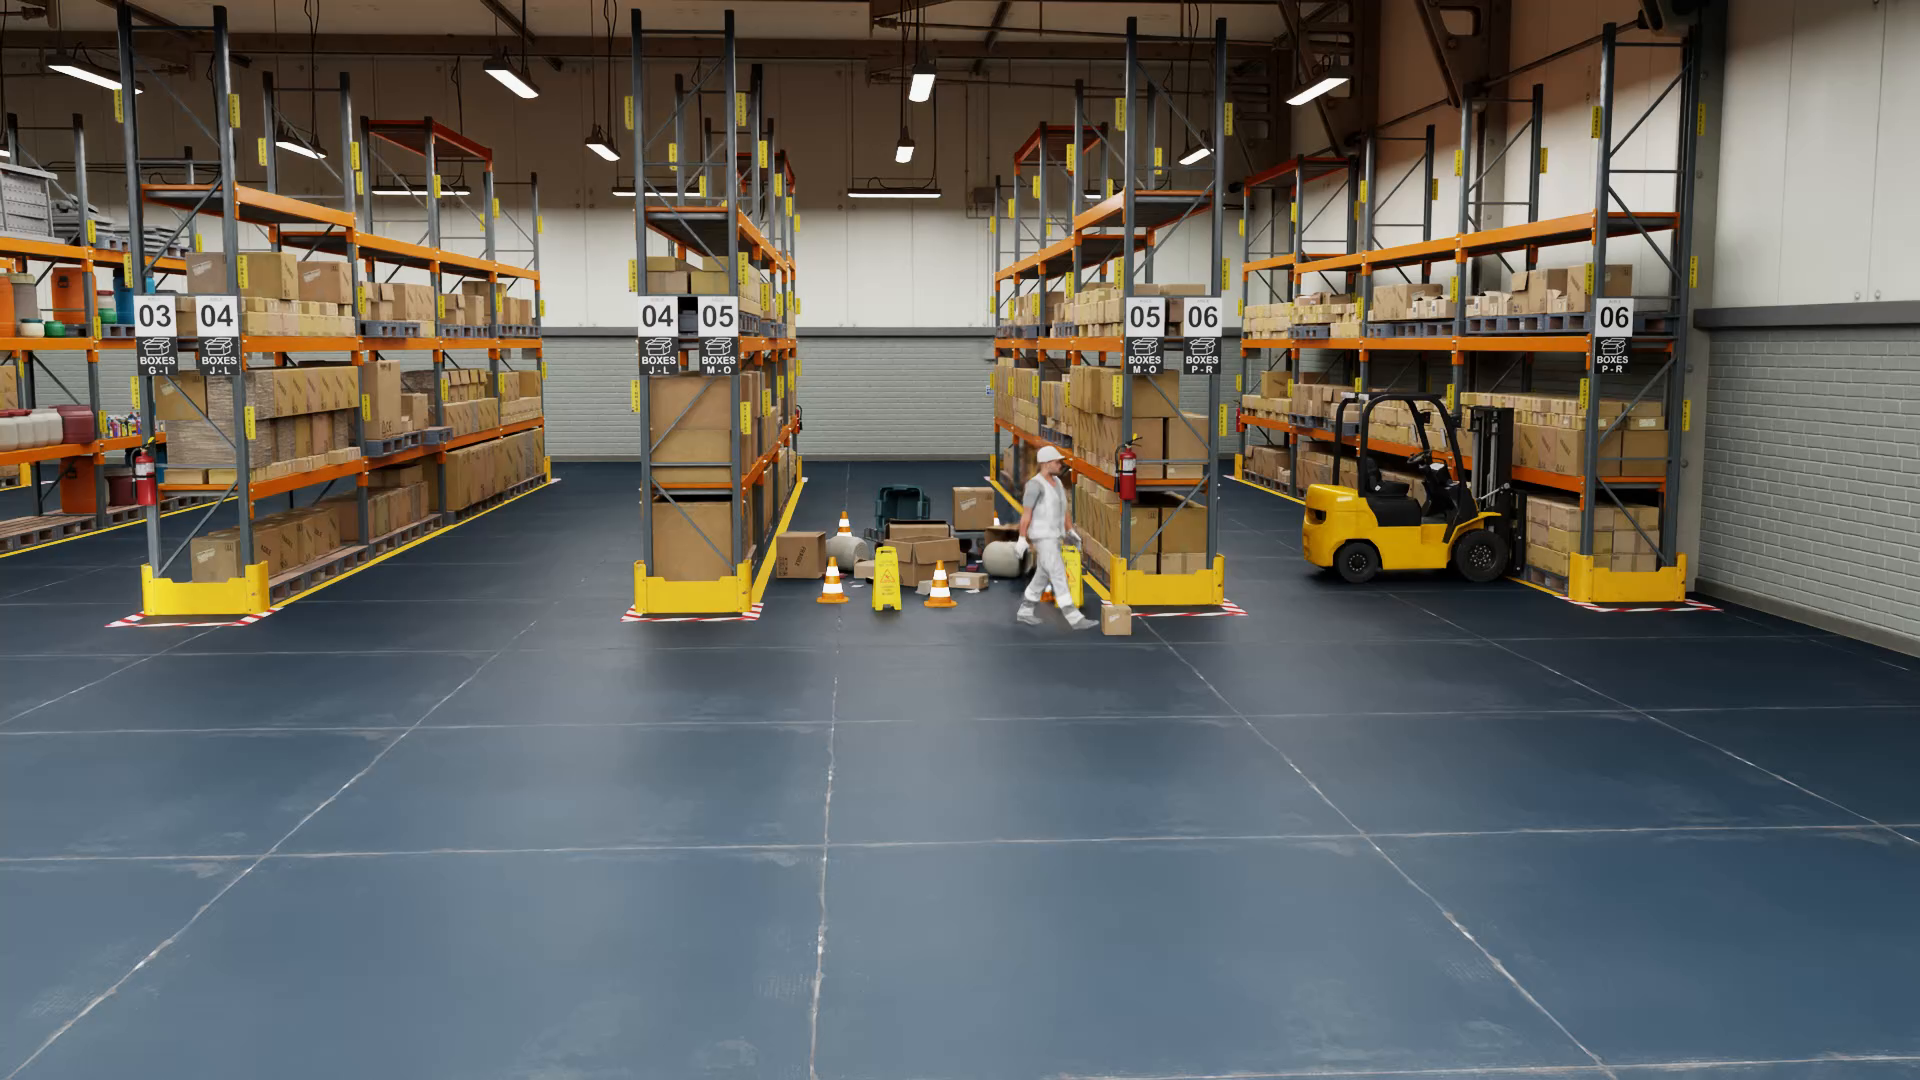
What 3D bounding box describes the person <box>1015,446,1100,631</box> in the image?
[{"bbox_3d":[0.944,-0.019,15.709,1.016,1.729,0.574,4,8,31],"label":"person"}]
